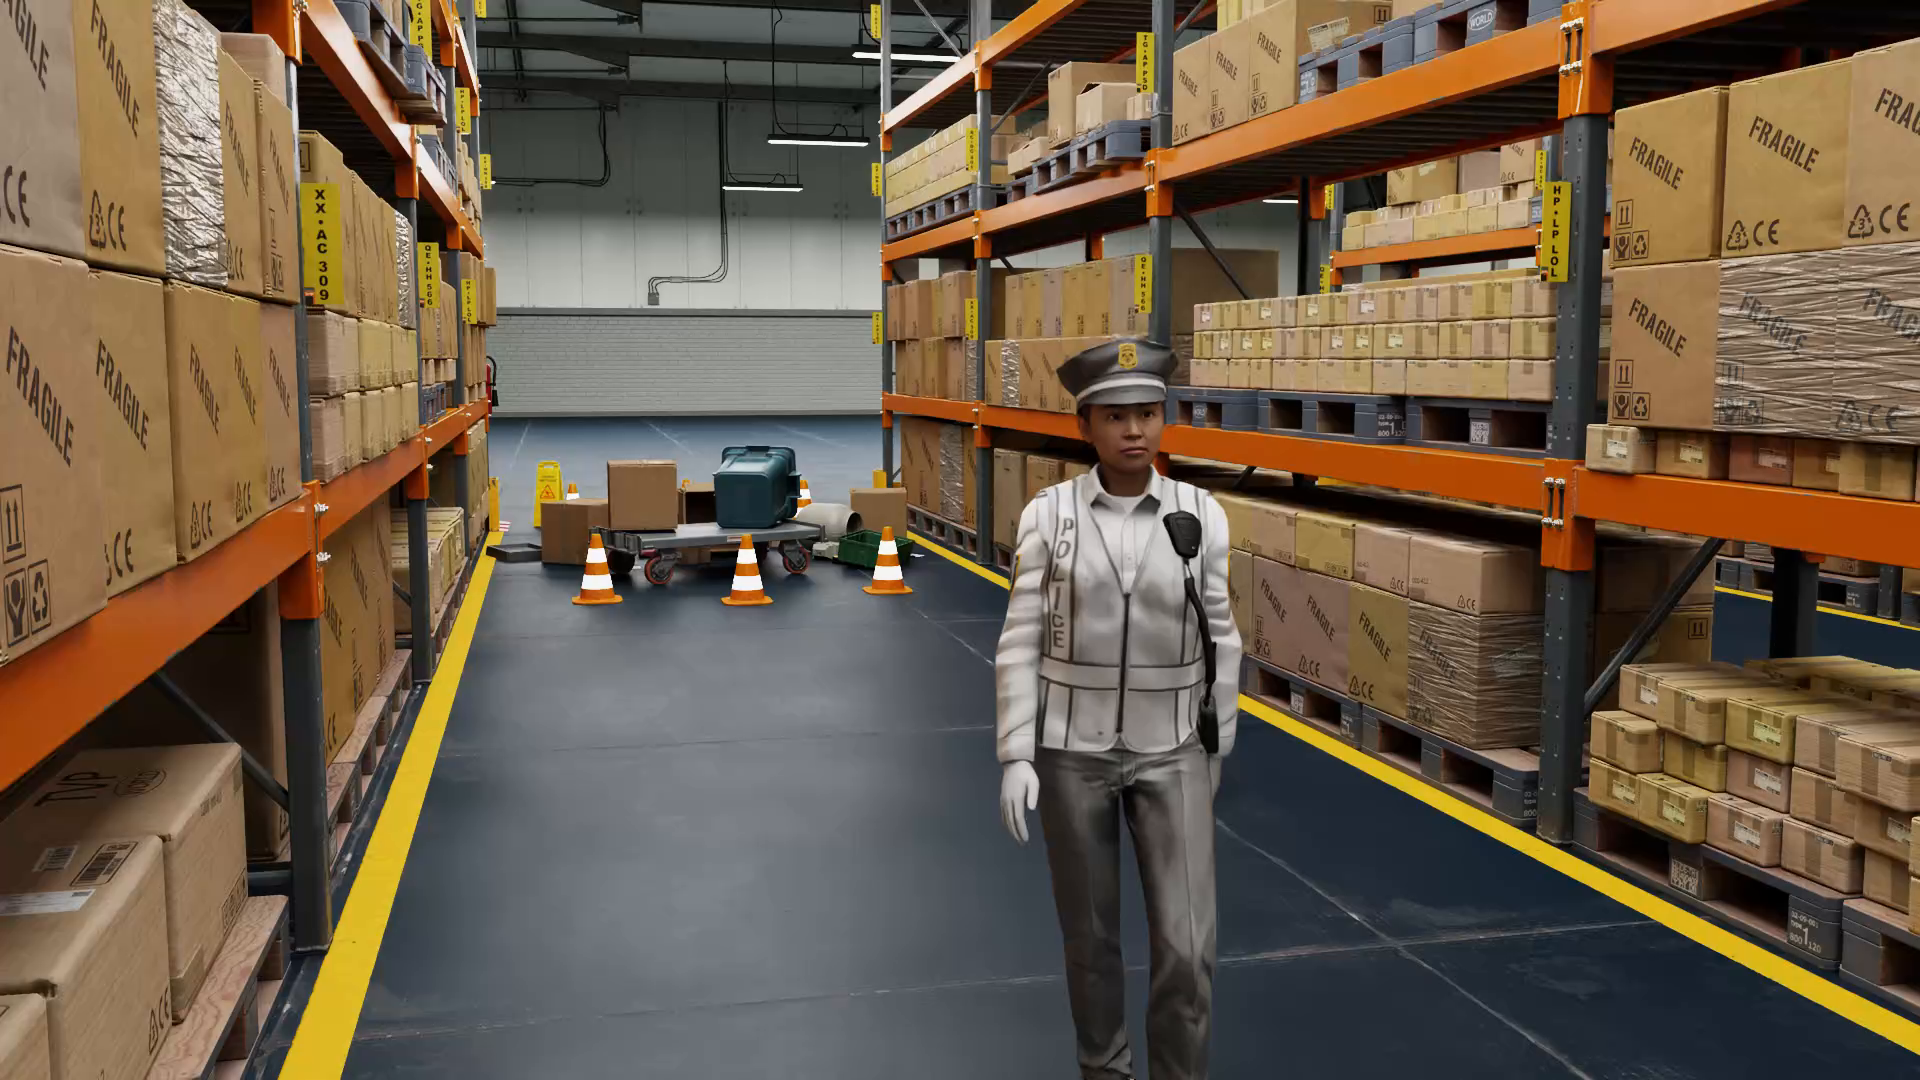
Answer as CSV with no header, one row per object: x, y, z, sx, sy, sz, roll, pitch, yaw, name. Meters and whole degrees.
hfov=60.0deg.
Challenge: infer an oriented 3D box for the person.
0.319,0.479,3.315,0.501,1.754,0.588,0,6,4,person
